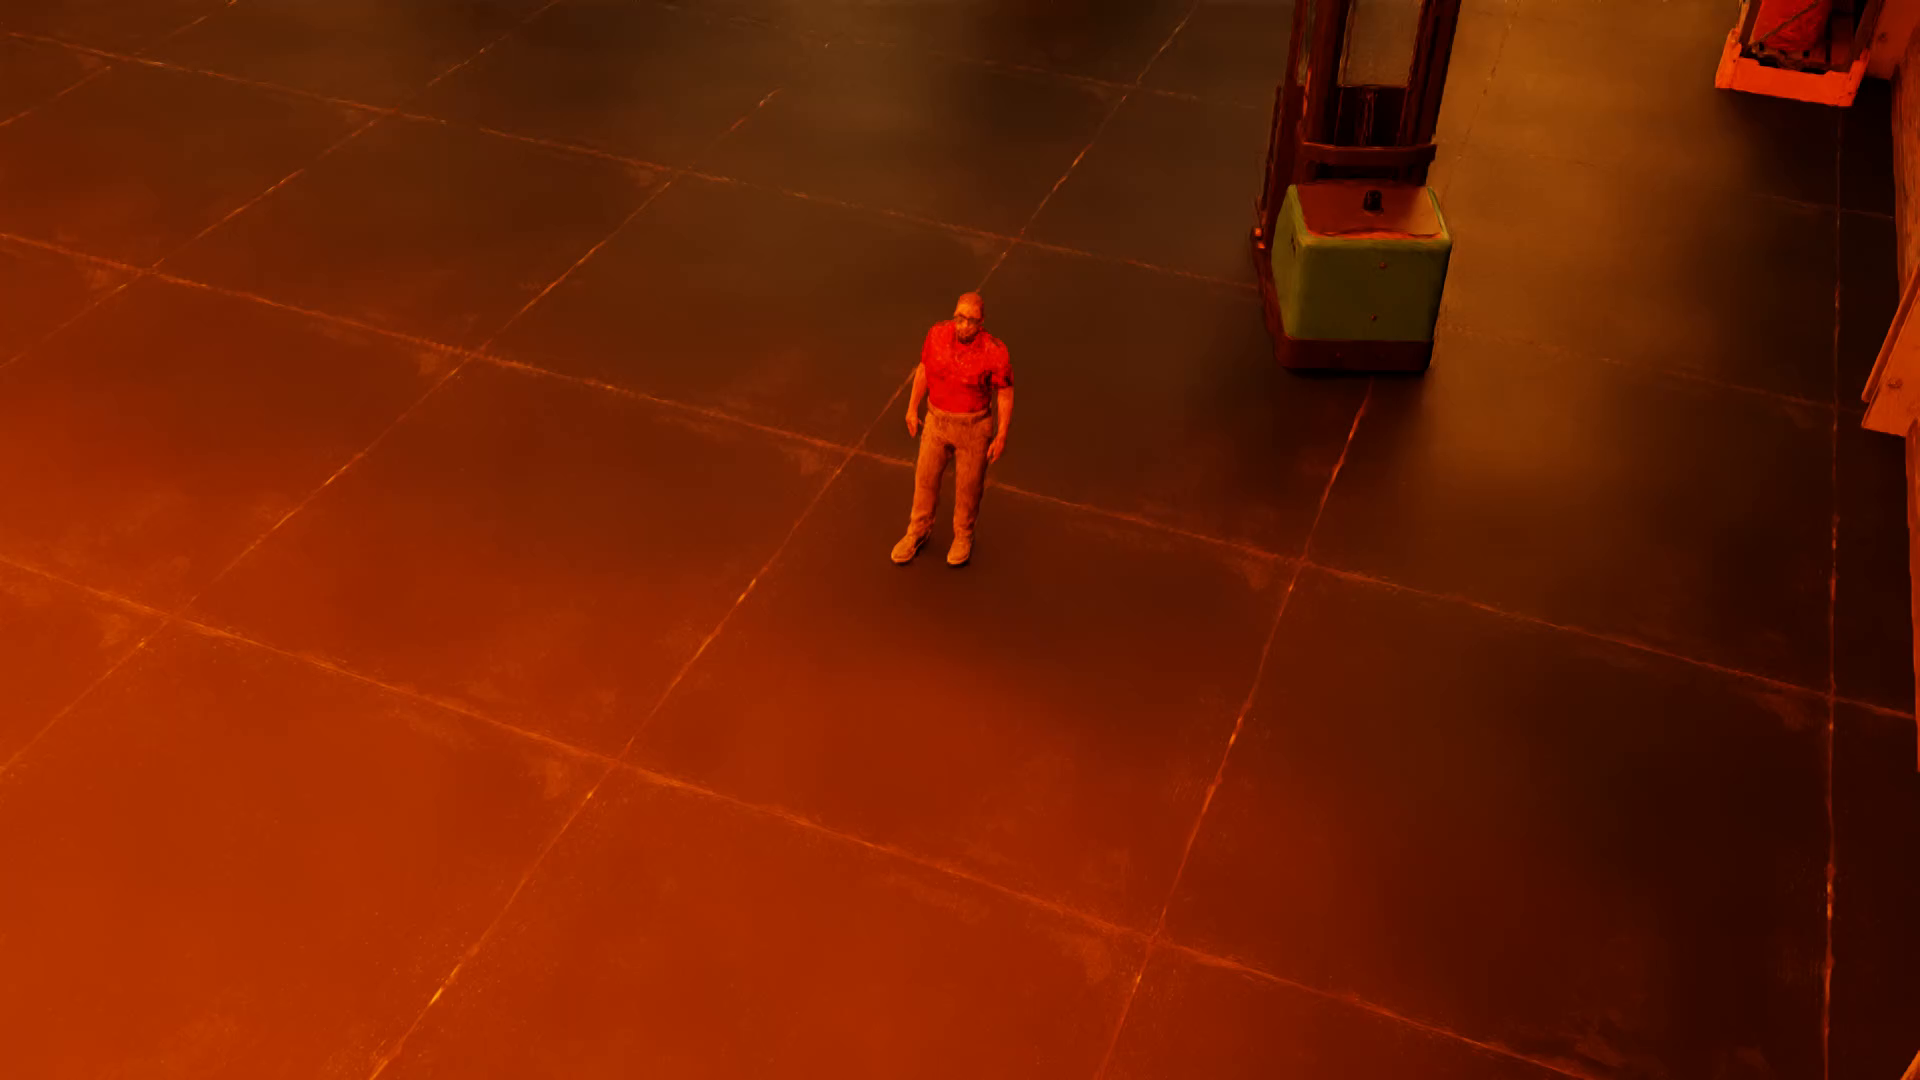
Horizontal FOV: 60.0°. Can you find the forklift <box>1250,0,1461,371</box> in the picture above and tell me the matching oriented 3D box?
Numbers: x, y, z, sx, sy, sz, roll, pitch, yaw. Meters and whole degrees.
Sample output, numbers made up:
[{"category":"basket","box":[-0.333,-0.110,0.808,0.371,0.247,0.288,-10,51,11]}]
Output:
[{"category":"forklift","box":[2.823,-3.227,11.862,1.130,2.935,3.031,2,40,2]}]

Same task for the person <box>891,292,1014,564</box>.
[{"category":"person","box":[-0.045,-0.618,9.670,0.640,1.726,0.550,15,42,17]}]
